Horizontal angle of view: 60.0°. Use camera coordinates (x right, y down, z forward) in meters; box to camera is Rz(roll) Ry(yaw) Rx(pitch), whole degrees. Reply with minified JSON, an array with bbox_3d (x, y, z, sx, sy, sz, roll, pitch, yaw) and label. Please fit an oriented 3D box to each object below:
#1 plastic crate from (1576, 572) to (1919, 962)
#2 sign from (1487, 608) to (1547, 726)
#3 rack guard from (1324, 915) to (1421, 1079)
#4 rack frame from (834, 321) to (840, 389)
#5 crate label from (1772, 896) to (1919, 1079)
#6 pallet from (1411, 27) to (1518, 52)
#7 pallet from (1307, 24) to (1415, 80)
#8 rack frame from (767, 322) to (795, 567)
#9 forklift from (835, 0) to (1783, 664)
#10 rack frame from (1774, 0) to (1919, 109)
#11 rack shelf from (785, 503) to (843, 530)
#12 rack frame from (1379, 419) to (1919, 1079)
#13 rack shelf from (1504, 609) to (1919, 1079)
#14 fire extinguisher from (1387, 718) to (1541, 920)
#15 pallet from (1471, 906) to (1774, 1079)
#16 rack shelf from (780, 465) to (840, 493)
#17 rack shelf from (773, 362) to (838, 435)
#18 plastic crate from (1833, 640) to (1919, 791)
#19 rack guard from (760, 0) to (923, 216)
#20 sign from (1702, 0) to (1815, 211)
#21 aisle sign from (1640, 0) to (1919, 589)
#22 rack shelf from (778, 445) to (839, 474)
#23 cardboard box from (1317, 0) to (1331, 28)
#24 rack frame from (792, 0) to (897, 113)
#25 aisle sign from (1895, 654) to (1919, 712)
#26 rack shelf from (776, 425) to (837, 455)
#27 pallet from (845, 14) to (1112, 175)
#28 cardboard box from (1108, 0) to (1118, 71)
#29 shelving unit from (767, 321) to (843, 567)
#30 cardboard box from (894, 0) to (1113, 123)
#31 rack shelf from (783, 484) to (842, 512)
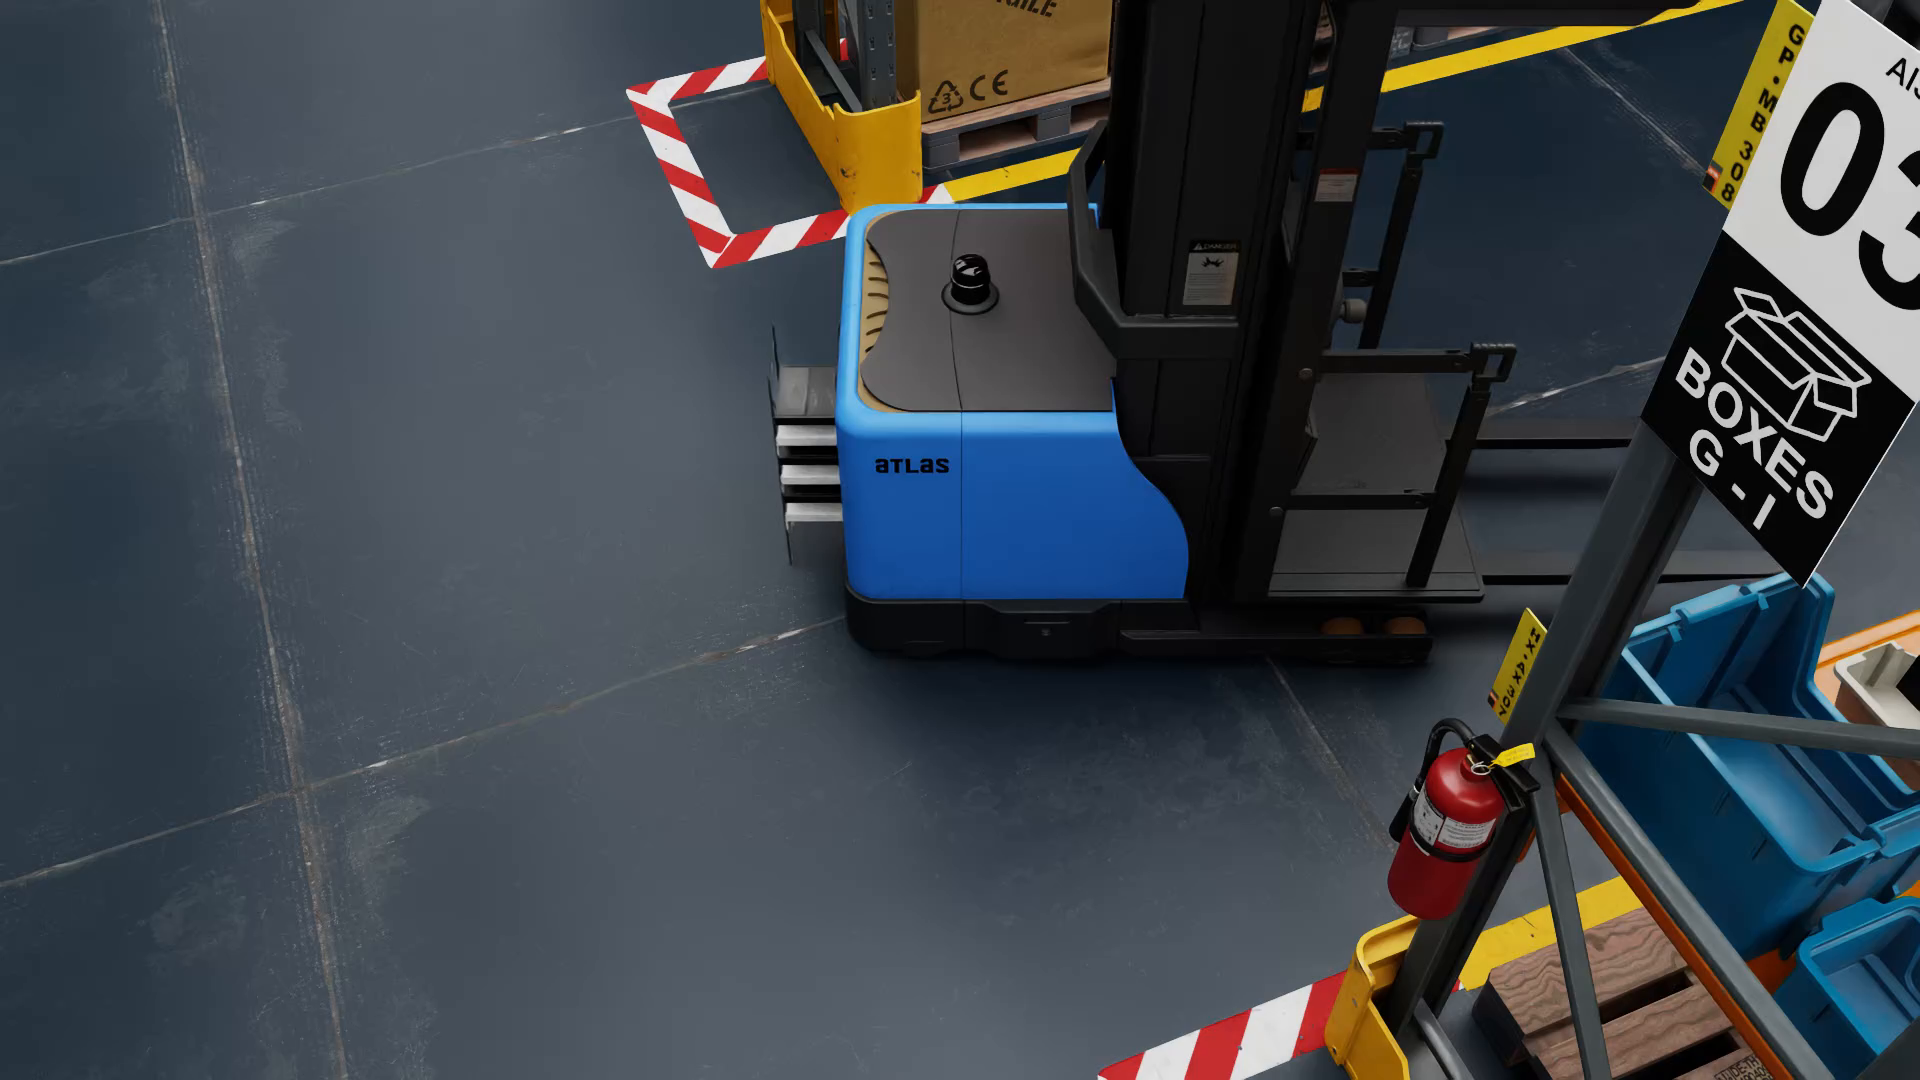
[{"bbox_3d":[1.618,0.452,3.322,0.499,0.435,0.616,-17,52,-14],"label":"plastic crate"},{"bbox_3d":[1.156,0.276,3.429,0.005,0.325,0.100,-17,52,-14],"label":"sign"},{"bbox_3d":[1.361,1.541,4.097,0.348,0.500,1.175,-17,52,-14],"label":"rack guard"},{"bbox_3d":[-0.374,-0.292,5.408,0.006,0.900,0.240,0,49,0],"label":"rack frame"},{"bbox_3d":[1.732,0.906,3.066,0.303,0.233,0.416,-17,52,-14],"label":"crate label"},{"bbox_3d":[2.475,-2.844,8.053,1.213,0.211,1.003,-17,52,-14],"label":"pallet"},{"bbox_3d":[1.344,-2.491,7.750,1.213,0.211,1.003,-17,52,-14],"label":"pallet"},{"bbox_3d":[-0.578,-0.291,5.407,0.006,0.900,0.240,0,49,0],"label":"rack frame"},{"bbox_3d":[1.147,-0.959,4.642,3.031,2.935,1.130,0,49,0],"label":"forklift"},{"bbox_3d":[1.379,-1.244,0.887,0.127,3.000,1.000,-17,52,-14],"label":"rack frame"},{"bbox_3d":[-0.476,-0.153,5.569,0.200,0.077,0.258,0,49,0],"label":"rack shelf"},{"bbox_3d":[1.379,0.710,3.163,0.127,3.000,1.000,-17,52,-14],"label":"rack frame"},{"bbox_3d":[3.230,0.371,3.928,4.000,0.370,1.077,-17,52,-14],"label":"rack shelf"},{"bbox_3d":[1.067,0.581,3.570,0.183,0.674,0.296,-17,52,-14],"label":"fire extinguisher"},{"bbox_3d":[2.157,1.410,4.400,1.213,0.211,1.003,-17,52,-14],"label":"pallet"},{"bbox_3d":[-0.476,-0.270,5.433,0.200,0.077,0.258,0,49,0],"label":"rack shelf"},{"bbox_3d":[-0.476,-0.446,5.228,0.200,0.077,0.258,0,49,0],"label":"rack shelf"},{"bbox_3d":[2.065,0.416,3.550,0.243,0.136,0.396,-17,52,-14],"label":"plastic crate"},{"bbox_3d":[-0.516,-1.947,7.092,0.348,0.500,1.175,-17,52,-14],"label":"rack guard"},{"bbox_3d":[1.156,-0.614,2.392,0.005,0.325,0.100,-17,52,-14],"label":"sign"},{"bbox_3d":[1.201,-0.322,2.335,0.004,0.787,0.394,-17,52,-14],"label":"aisle sign"},{"bbox_3d":[-0.476,-0.329,5.364,0.200,0.077,0.258,0,49,0],"label":"rack shelf"},{"bbox_3d":[1.734,-2.969,7.446,0.875,0.875,0.875,-17,52,-14],"label":"cardboard box"},{"bbox_3d":[-0.494,-2.768,6.150,0.127,3.000,1.000,-17,52,-14],"label":"rack frame"},{"bbox_3d":[1.424,0.093,1.980,0.004,0.787,0.394,-17,52,-14],"label":"aisle sign"},{"bbox_3d":[-0.476,-0.387,5.296,0.200,0.077,0.258,0,49,0],"label":"rack shelf"},{"bbox_3d":[0.216,-2.144,7.452,1.213,0.211,1.003,-17,52,-14],"label":"pallet"},{"bbox_3d":[0.910,-2.714,7.227,0.875,0.875,0.875,-17,52,-14],"label":"cardboard box"},{"bbox_3d":[-0.476,-0.292,5.407,0.210,0.900,0.258,0,49,0],"label":"shelving unit"},{"bbox_3d":[0.068,-2.453,7.003,0.875,0.875,0.875,-17,52,-14],"label":"cardboard box"},{"bbox_3d":[-0.476,-0.211,5.501,0.200,0.077,0.258,0,49,0],"label":"rack shelf"}]
